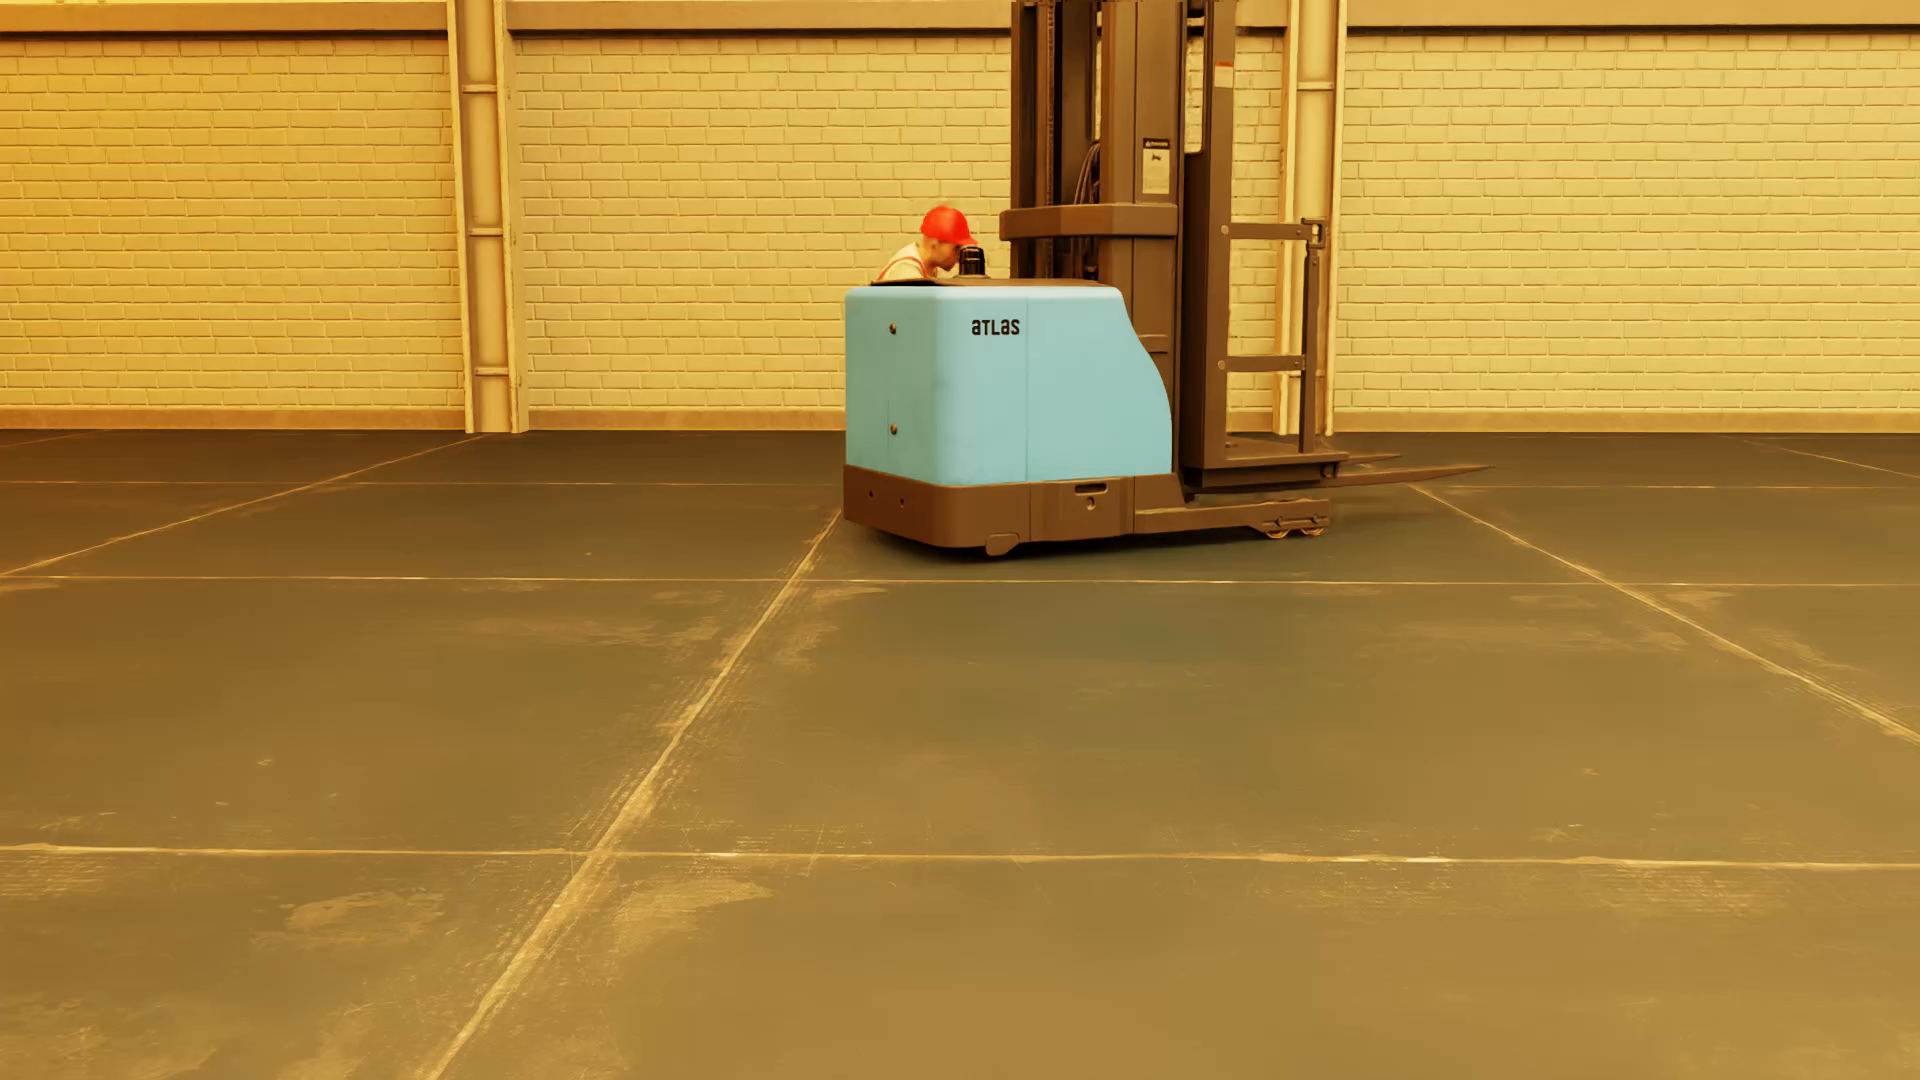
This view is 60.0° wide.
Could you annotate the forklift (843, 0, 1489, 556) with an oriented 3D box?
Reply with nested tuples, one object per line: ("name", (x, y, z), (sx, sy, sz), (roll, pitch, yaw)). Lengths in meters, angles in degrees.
("forklift", (1.037, -1.518, 7.357), (3.031, 2.935, 1.130), (-5, 10, -27))

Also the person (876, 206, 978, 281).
("person", (-0.018, -0.829, 7.931), (0.968, 1.486, 1.084), (2, 9, 14))
